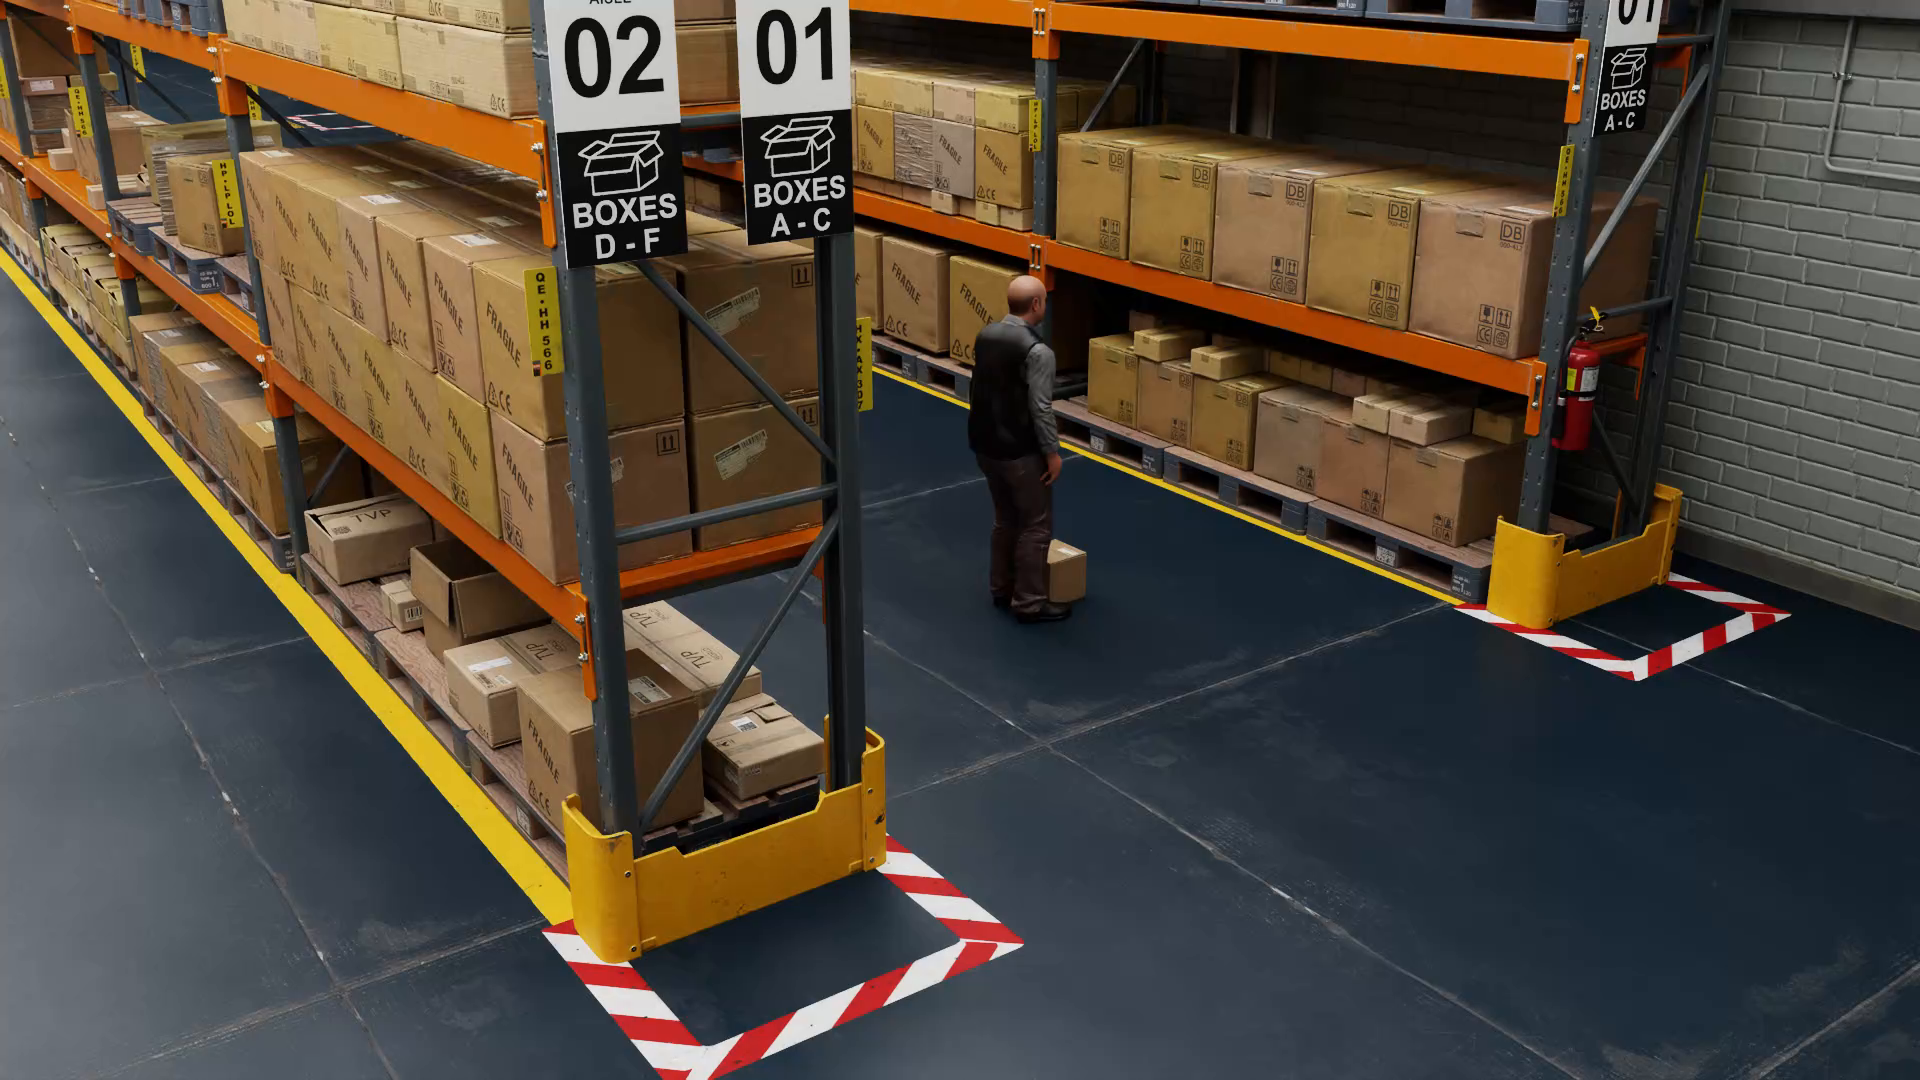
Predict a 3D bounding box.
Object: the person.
[{"bbox_3d":[0.284,-0.455,8.289,0.461,1.721,0.582,-15,26,-33],"label":"person"}]
